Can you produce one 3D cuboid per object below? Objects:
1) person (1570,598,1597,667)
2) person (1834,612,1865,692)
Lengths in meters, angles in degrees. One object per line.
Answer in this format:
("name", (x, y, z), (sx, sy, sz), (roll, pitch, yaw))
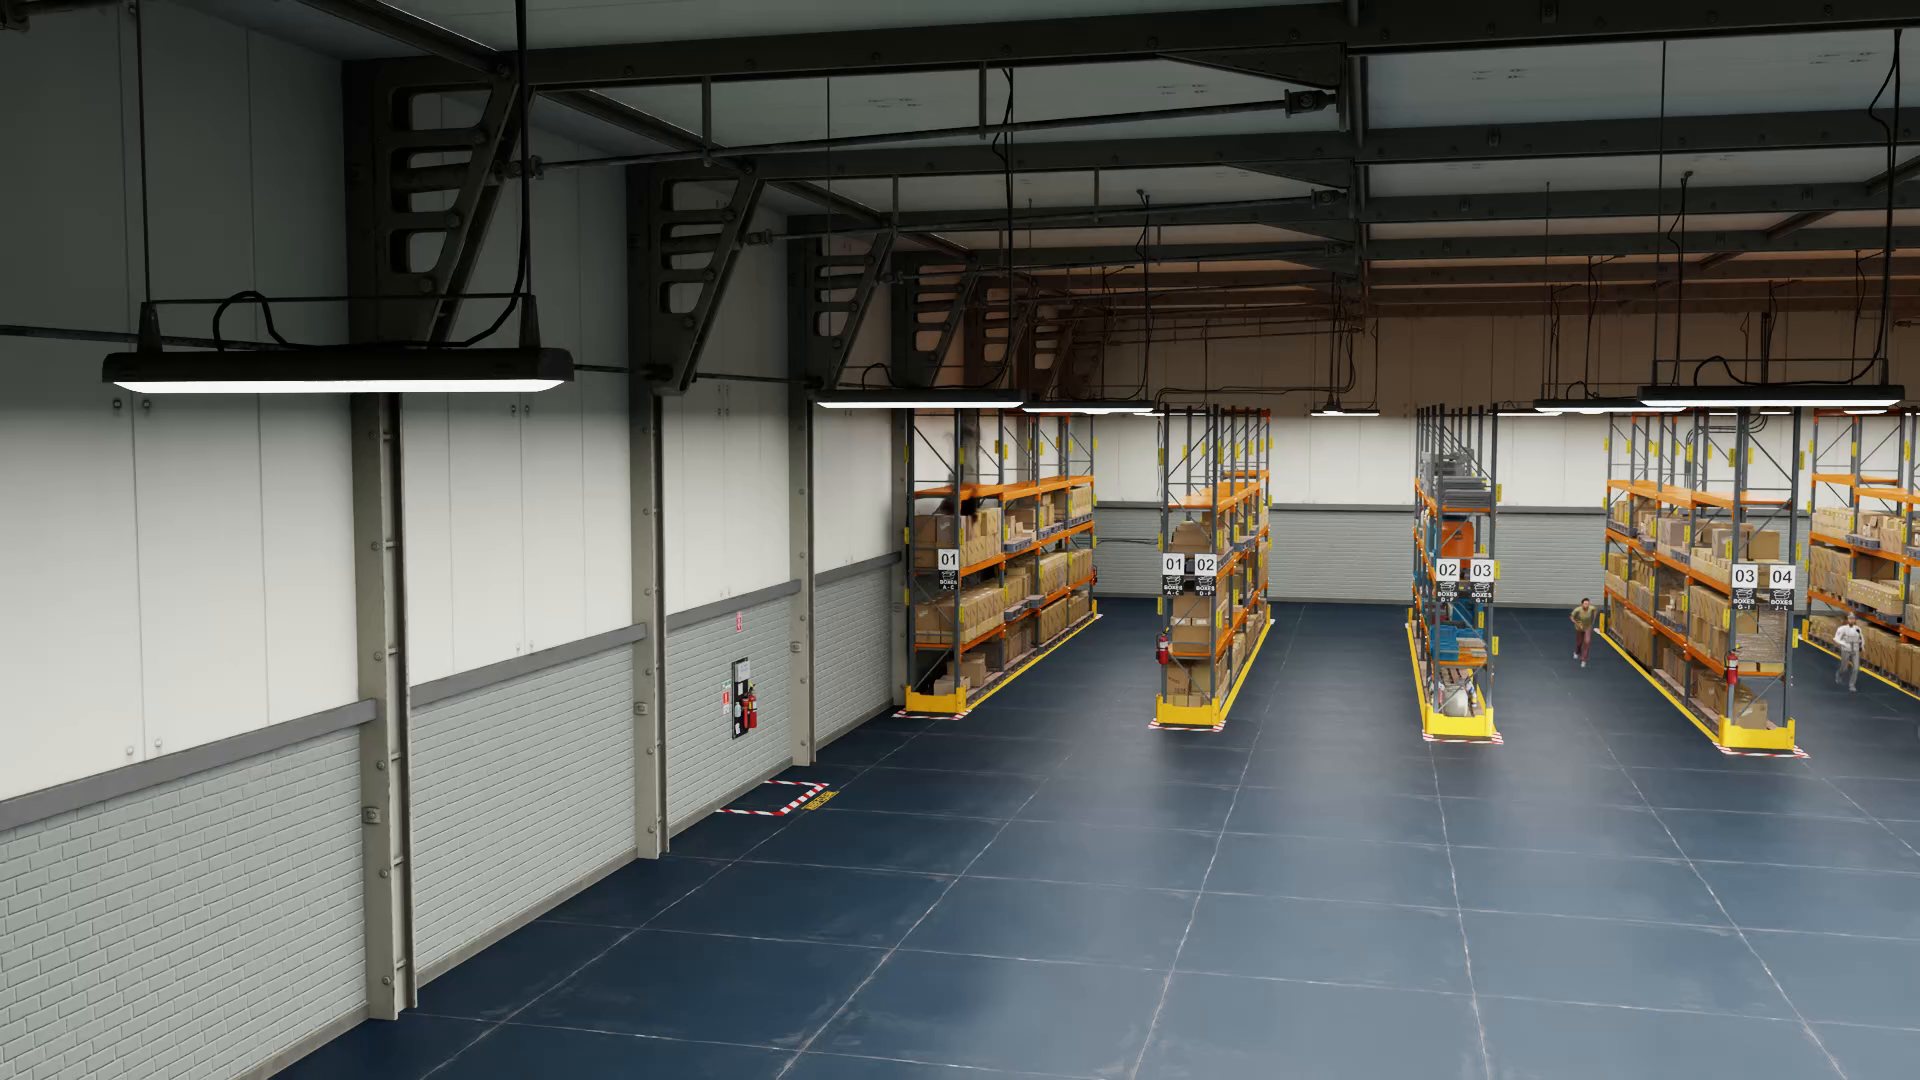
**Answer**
("person", (14.520, 2.119, 38.816), (0.613, 1.624, 1.004), (0, 4, 5))
("person", (18.780, 2.338, 35.090), (0.621, 1.654, 0.723), (1, 4, 9))
